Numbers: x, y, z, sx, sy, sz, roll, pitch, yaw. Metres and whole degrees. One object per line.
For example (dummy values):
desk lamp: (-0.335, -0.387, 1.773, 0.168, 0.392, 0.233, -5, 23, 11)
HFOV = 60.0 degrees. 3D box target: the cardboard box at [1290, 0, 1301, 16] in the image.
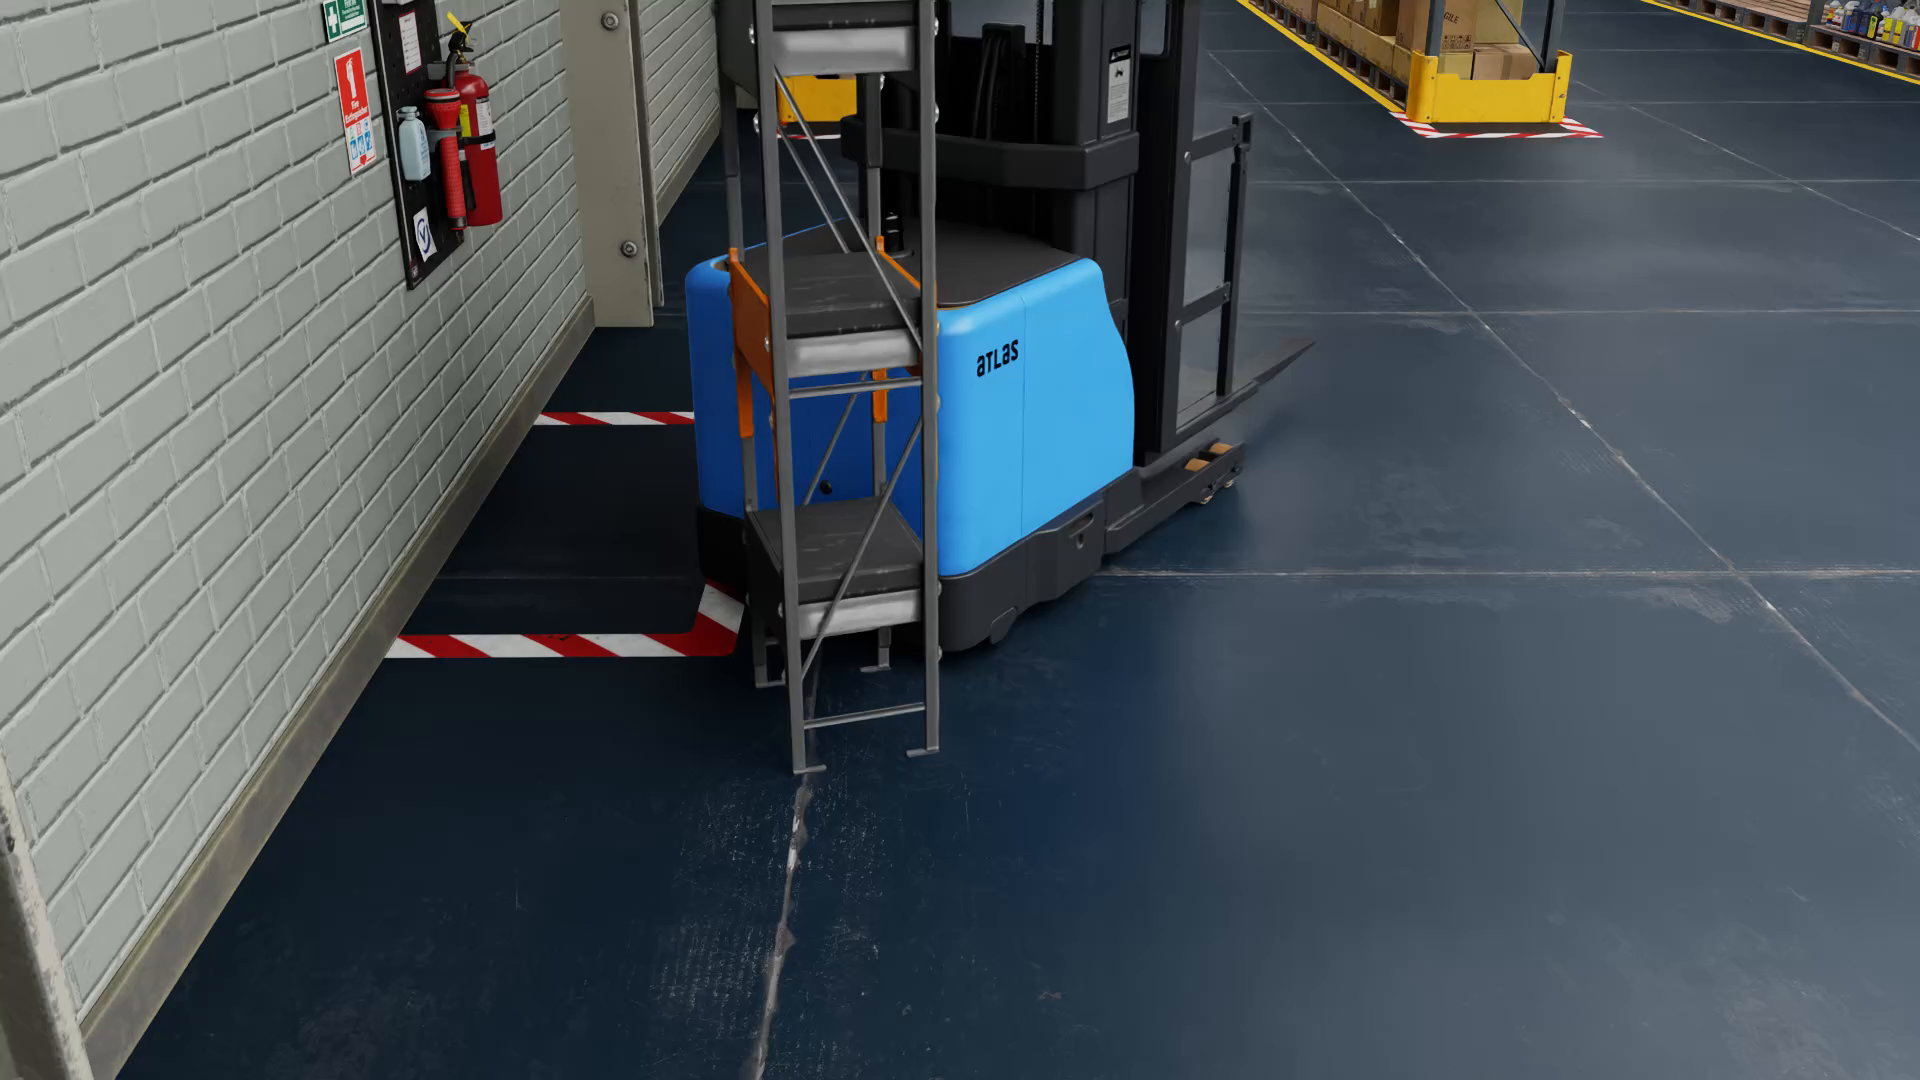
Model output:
cardboard box: (3.775, -5.655, 17.440, 0.500, 0.250, 0.500, -1, 24, -1)

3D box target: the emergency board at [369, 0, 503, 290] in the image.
emergency board: (-1.655, -1.460, 5.337, 0.194, 1.169, 0.643, 0, 24, -1)

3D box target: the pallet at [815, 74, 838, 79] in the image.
pallet: (-0.811, -3.762, 13.811, 1.003, 0.211, 1.213, 0, 24, -1)

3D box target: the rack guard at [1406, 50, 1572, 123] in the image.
rack guard: (4.117, -3.541, 12.973, 1.175, 0.500, 0.348, 0, 24, -1)

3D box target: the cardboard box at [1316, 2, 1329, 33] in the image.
cardboard box: (3.775, -5.084, 16.178, 0.500, 0.250, 0.500, 0, 24, -1)

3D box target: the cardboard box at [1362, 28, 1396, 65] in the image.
cardboard box: (3.790, -4.260, 14.356, 0.500, 0.250, 0.500, 0, 24, -1)

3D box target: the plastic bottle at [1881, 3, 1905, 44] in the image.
plastic bottle: (8.626, -4.765, 15.326, 0.144, 0.351, 0.185, 0, 24, -1)

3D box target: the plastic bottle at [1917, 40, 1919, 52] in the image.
plastic bottle: (8.591, -4.476, 14.769, 0.061, 0.283, 0.133, 0, 24, 1)

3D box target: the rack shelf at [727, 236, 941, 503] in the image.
rack shelf: (-0.325, -0.446, 4.221, 0.431, 0.518, 0.480, -8, 25, -16)

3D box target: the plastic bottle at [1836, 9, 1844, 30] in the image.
plastic bottle: (8.593, -5.067, 16.176, 0.097, 0.201, 0.097, 0, 24, 0)

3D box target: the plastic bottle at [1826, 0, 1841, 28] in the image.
plastic bottle: (8.591, -5.183, 16.346, 0.097, 0.271, 0.097, 0, 24, 0)

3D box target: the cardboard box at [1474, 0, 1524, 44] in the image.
cardboard box: (4.326, -4.398, 13.751, 0.500, 0.500, 0.500, 0, 24, -1)

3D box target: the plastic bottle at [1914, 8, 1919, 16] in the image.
plastic bottle: (9.175, -4.964, 15.857, 0.152, 0.276, 0.135, 0, 24, -1)

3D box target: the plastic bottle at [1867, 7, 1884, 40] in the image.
plastic bottle: (8.582, -4.841, 15.576, 0.061, 0.283, 0.133, 1, 24, 2)

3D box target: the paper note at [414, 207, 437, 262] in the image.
paper note: (-1.722, -0.985, 5.357, 0.016, 0.148, 0.142, 0, 24, -1)

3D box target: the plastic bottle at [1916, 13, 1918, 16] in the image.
plastic bottle: (8.774, -4.742, 15.366, 0.152, 0.276, 0.135, 0, 24, -1)

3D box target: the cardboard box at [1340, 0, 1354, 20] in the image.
cardboard box: (3.776, -5.014, 15.113, 0.500, 0.500, 0.500, 0, 24, -1)

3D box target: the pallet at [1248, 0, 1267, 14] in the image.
pallet: (3.999, -6.376, 19.592, 1.003, 0.211, 1.213, 0, 24, -1)

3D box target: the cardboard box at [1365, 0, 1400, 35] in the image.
cardboard box: (3.787, -4.602, 14.201, 0.500, 0.500, 0.500, 0, 24, -1)

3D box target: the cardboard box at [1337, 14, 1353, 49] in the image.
cardboard box: (3.775, -4.672, 15.267, 0.500, 0.250, 0.500, 0, 24, -1)

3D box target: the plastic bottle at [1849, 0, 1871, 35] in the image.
plastic bottle: (8.620, -5.018, 15.885, 0.144, 0.351, 0.185, 0, 24, 1)

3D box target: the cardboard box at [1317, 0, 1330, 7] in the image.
cardboard box: (3.765, -5.426, 16.024, 0.500, 0.500, 0.500, 0, 24, -1)

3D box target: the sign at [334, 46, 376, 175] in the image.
sign: (-1.752, -1.248, 4.825, 0.001, 0.329, 0.234, 0, 24, -1)

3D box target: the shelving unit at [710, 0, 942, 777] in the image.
shelving unit: (-0.325, -0.458, 4.215, 0.431, 2.100, 0.503, -8, 25, -16)

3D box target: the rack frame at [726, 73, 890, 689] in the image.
rack frame: (-0.400, -0.554, 4.427, 0.400, 2.100, 0.015, -8, 25, -16)

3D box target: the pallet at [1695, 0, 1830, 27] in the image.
pallet: (8.962, -5.916, 18.574, 1.003, 0.211, 1.213, 0, 24, -1)

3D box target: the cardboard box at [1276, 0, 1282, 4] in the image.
cardboard box: (3.764, -6.075, 18.369, 0.500, 0.250, 0.500, 0, 24, 1)

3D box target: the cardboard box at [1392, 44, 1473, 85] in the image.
cardboard box: (3.815, -3.848, 13.445, 0.500, 0.250, 0.500, 0, 24, -1)

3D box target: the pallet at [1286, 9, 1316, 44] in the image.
pallet: (4.026, -5.371, 17.369, 1.003, 0.211, 1.213, 0, 24, -1)

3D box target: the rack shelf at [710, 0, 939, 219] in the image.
rack shelf: (-0.325, -1.084, 3.932, 0.431, 0.518, 0.480, -8, 25, -16)

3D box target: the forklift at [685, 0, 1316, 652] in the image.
forklift: (0.403, -1.563, 5.648, 1.130, 2.935, 3.031, 16, 29, 31)

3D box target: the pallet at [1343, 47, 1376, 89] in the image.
pallet: (4.056, -4.236, 14.859, 1.003, 0.211, 1.213, 0, 24, -1)

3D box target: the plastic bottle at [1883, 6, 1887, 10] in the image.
plastic bottle: (8.742, -4.922, 15.771, 0.097, 0.271, 0.097, 0, 24, 0)

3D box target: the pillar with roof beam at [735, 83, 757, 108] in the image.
pillar with roof beam: (2.595, -7.703, 11.862, 9.100, 9.000, 0.400, 0, 24, -1)

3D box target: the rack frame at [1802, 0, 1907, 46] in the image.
rack frame: (9.026, -6.359, 16.170, 1.000, 3.000, 0.127, 0, 24, -1)

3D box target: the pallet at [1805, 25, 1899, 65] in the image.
pallet: (8.991, -4.811, 16.132, 1.003, 0.211, 1.213, 0, 24, -1)

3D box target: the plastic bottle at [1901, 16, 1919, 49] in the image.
plastic bottle: (8.634, -4.586, 15.021, 0.152, 0.276, 0.135, -1, 24, -2)
